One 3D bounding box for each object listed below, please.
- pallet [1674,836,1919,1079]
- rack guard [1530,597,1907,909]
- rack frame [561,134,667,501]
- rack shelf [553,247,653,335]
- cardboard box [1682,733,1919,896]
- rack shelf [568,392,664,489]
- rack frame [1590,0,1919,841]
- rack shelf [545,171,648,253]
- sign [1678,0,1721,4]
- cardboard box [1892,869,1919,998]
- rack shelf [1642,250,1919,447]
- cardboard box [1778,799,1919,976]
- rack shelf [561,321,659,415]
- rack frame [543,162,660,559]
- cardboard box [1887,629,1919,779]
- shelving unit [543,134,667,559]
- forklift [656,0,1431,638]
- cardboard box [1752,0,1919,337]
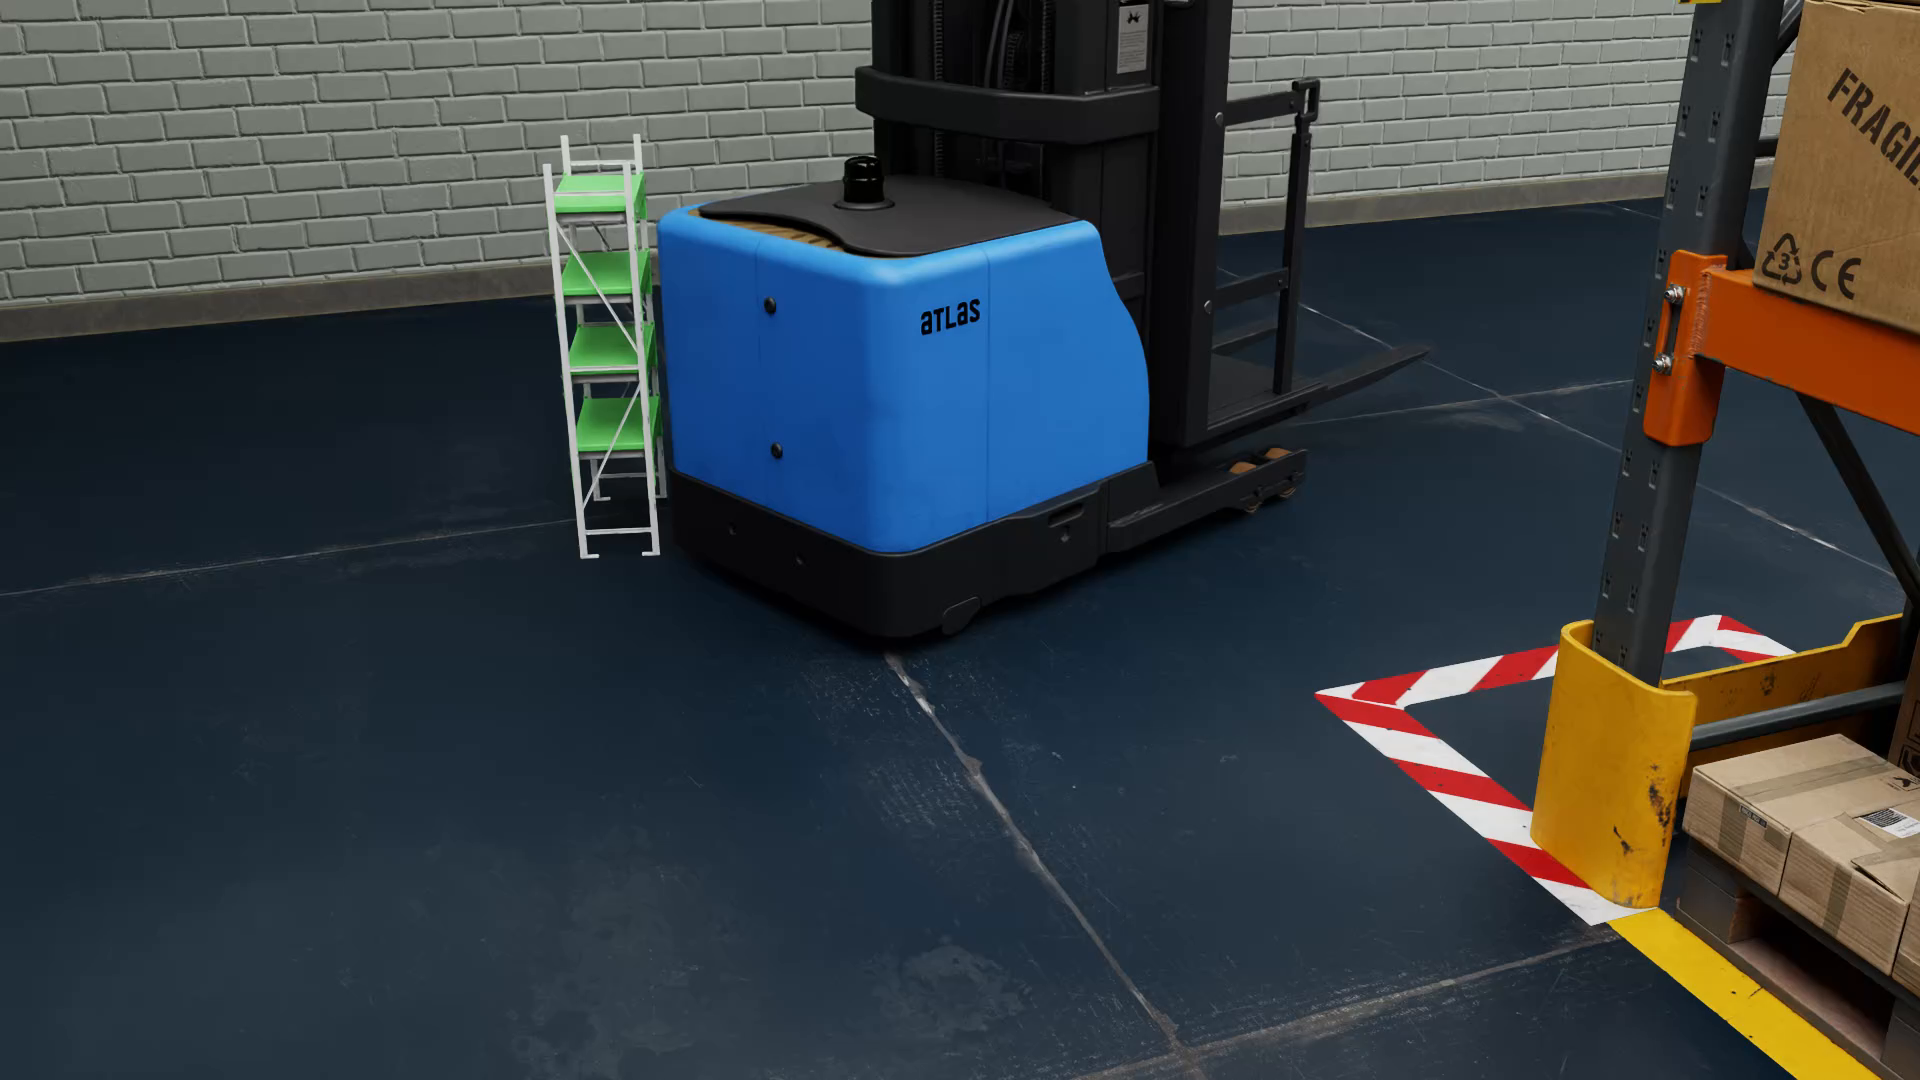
[{"bbox_3d":[2.136,0.821,3.032,1.003,0.211,1.213,-8,24,-19],"label":"pallet"},{"bbox_3d":[1.854,0.398,3.663,1.175,0.500,0.348,-8,24,-19],"label":"rack guard"},{"bbox_3d":[-1.105,-0.692,5.346,0.240,1.200,0.015,-3,23,-6],"label":"rack frame"},{"bbox_3d":[-1.076,-0.760,5.054,0.258,0.148,0.480,-3,23,-6],"label":"rack shelf"},{"bbox_3d":[1.653,0.529,3.238,0.380,0.149,0.250,-8,24,-19],"label":"cardboard box"},{"bbox_3d":[-1.076,-0.317,5.241,0.258,0.148,0.480,-3,23,-6],"label":"rack shelf"},{"bbox_3d":[1.827,-0.782,3.243,1.000,3.000,0.127,-8,24,-19],"label":"rack frame"},{"bbox_3d":[-1.076,-0.981,4.961,0.258,0.148,0.480,-3,23,-6],"label":"rack shelf"},{"bbox_3d":[1.319,-1.106,2.898,0.100,0.325,0.005,-8,24,-19],"label":"sign"},{"bbox_3d":[1.930,0.701,2.699,0.500,0.250,0.500,-8,24,-19],"label":"cardboard box"},{"bbox_3d":[2.533,0.276,1.658,1.077,0.370,4.000,-8,24,-19],"label":"rack shelf"},{"bbox_3d":[1.742,0.611,3.019,0.380,0.166,0.250,-8,24,-19],"label":"cardboard box"},{"bbox_3d":[-1.076,-0.539,5.148,0.258,0.148,0.480,-3,23,-6],"label":"rack shelf"},{"bbox_3d":[-1.048,-0.503,4.900,0.240,1.200,0.015,-3,23,-6],"label":"rack frame"},{"bbox_3d":[2.249,0.331,3.254,0.500,0.500,0.500,-8,24,-19],"label":"cardboard box"},{"bbox_3d":[-1.076,-0.598,5.123,0.258,1.200,0.503,-3,23,-6],"label":"shelving unit"},{"bbox_3d":[0.522,-1.565,5.190,1.130,2.935,3.031,21,31,41],"label":"forklift"},{"bbox_3d":[1.737,-0.630,2.755,0.500,0.500,0.500,-8,24,-18],"label":"cardboard box"}]
